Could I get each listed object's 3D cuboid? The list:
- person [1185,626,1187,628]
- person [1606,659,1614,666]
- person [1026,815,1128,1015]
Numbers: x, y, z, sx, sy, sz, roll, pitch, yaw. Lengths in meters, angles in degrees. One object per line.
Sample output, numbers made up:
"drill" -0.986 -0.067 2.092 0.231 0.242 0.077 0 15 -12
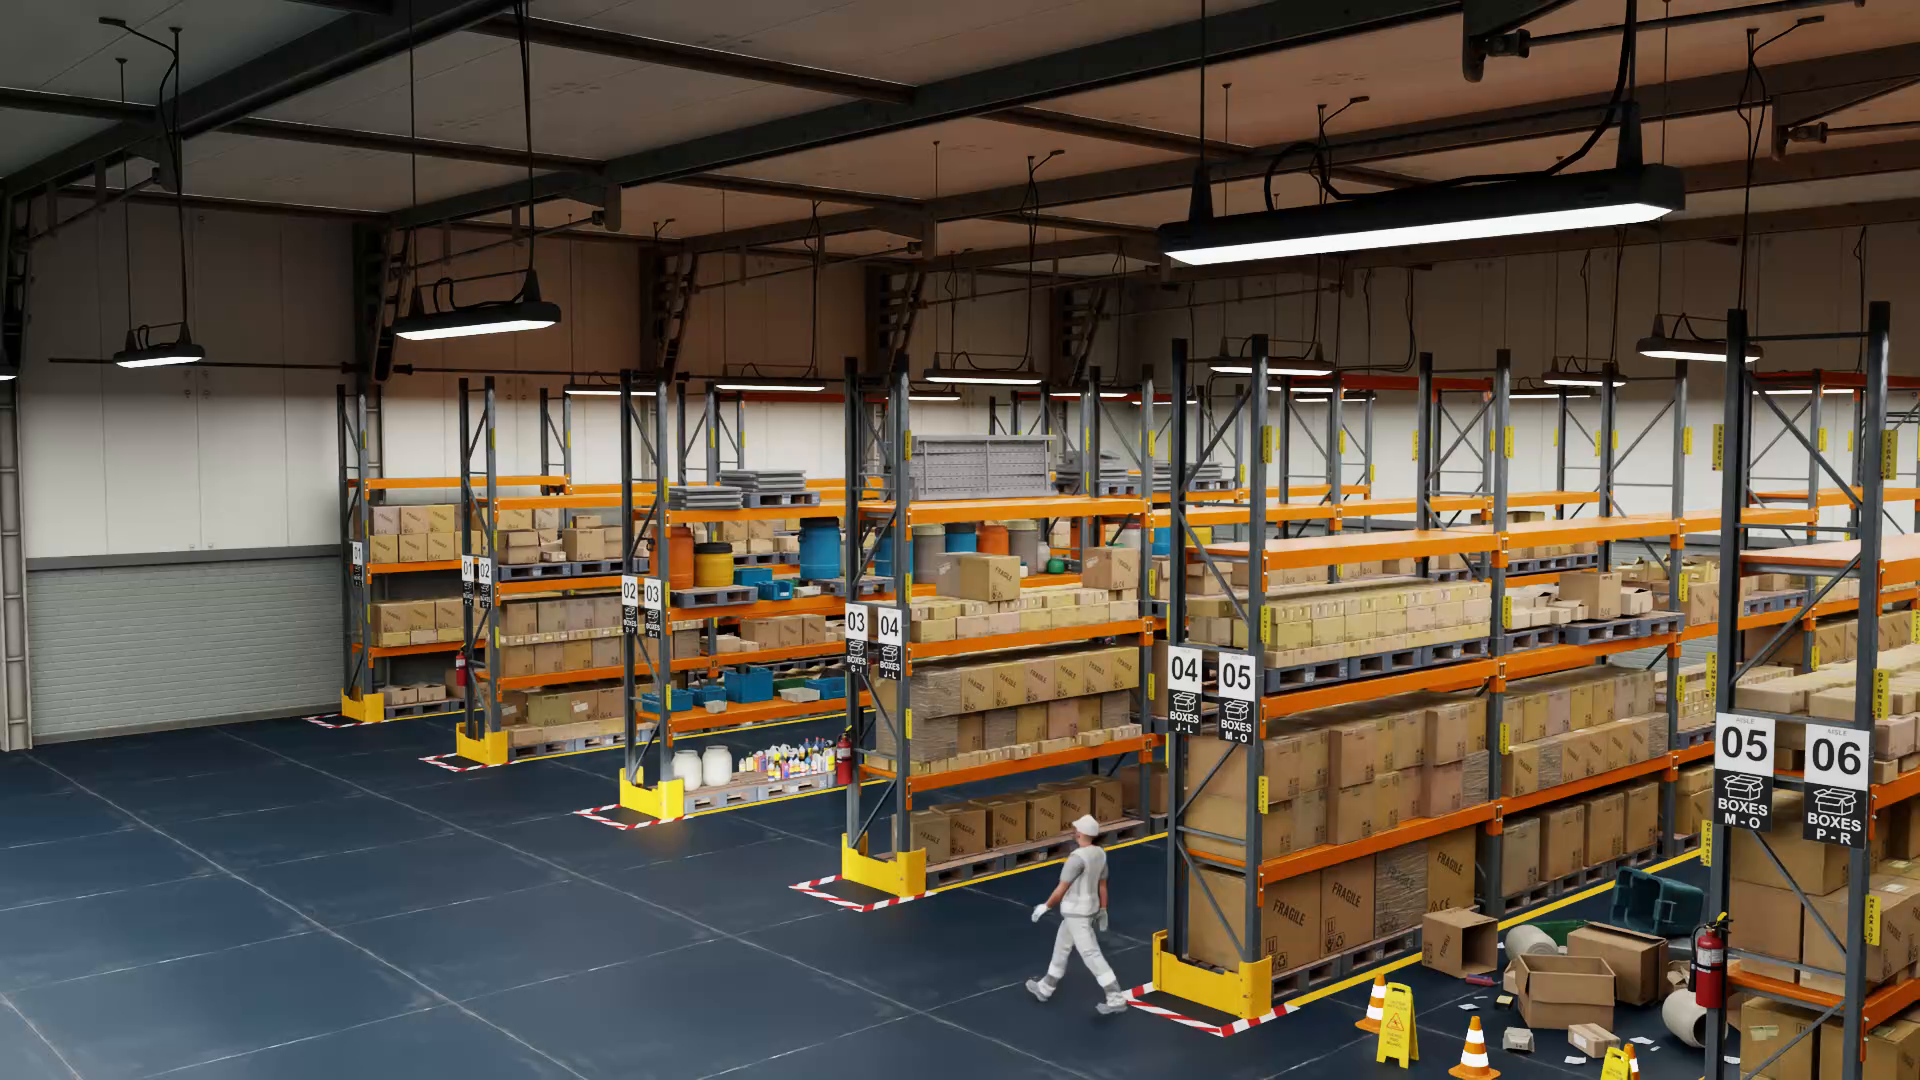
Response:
"person" 4.664 2.063 34.975 0.454 1.598 0.931 3 5 43
"person" 9.732 2.659 25.185 0.664 1.717 0.602 -3 5 -34
"person" 1.028 3.318 14.821 1.064 1.744 0.542 2 4 24
